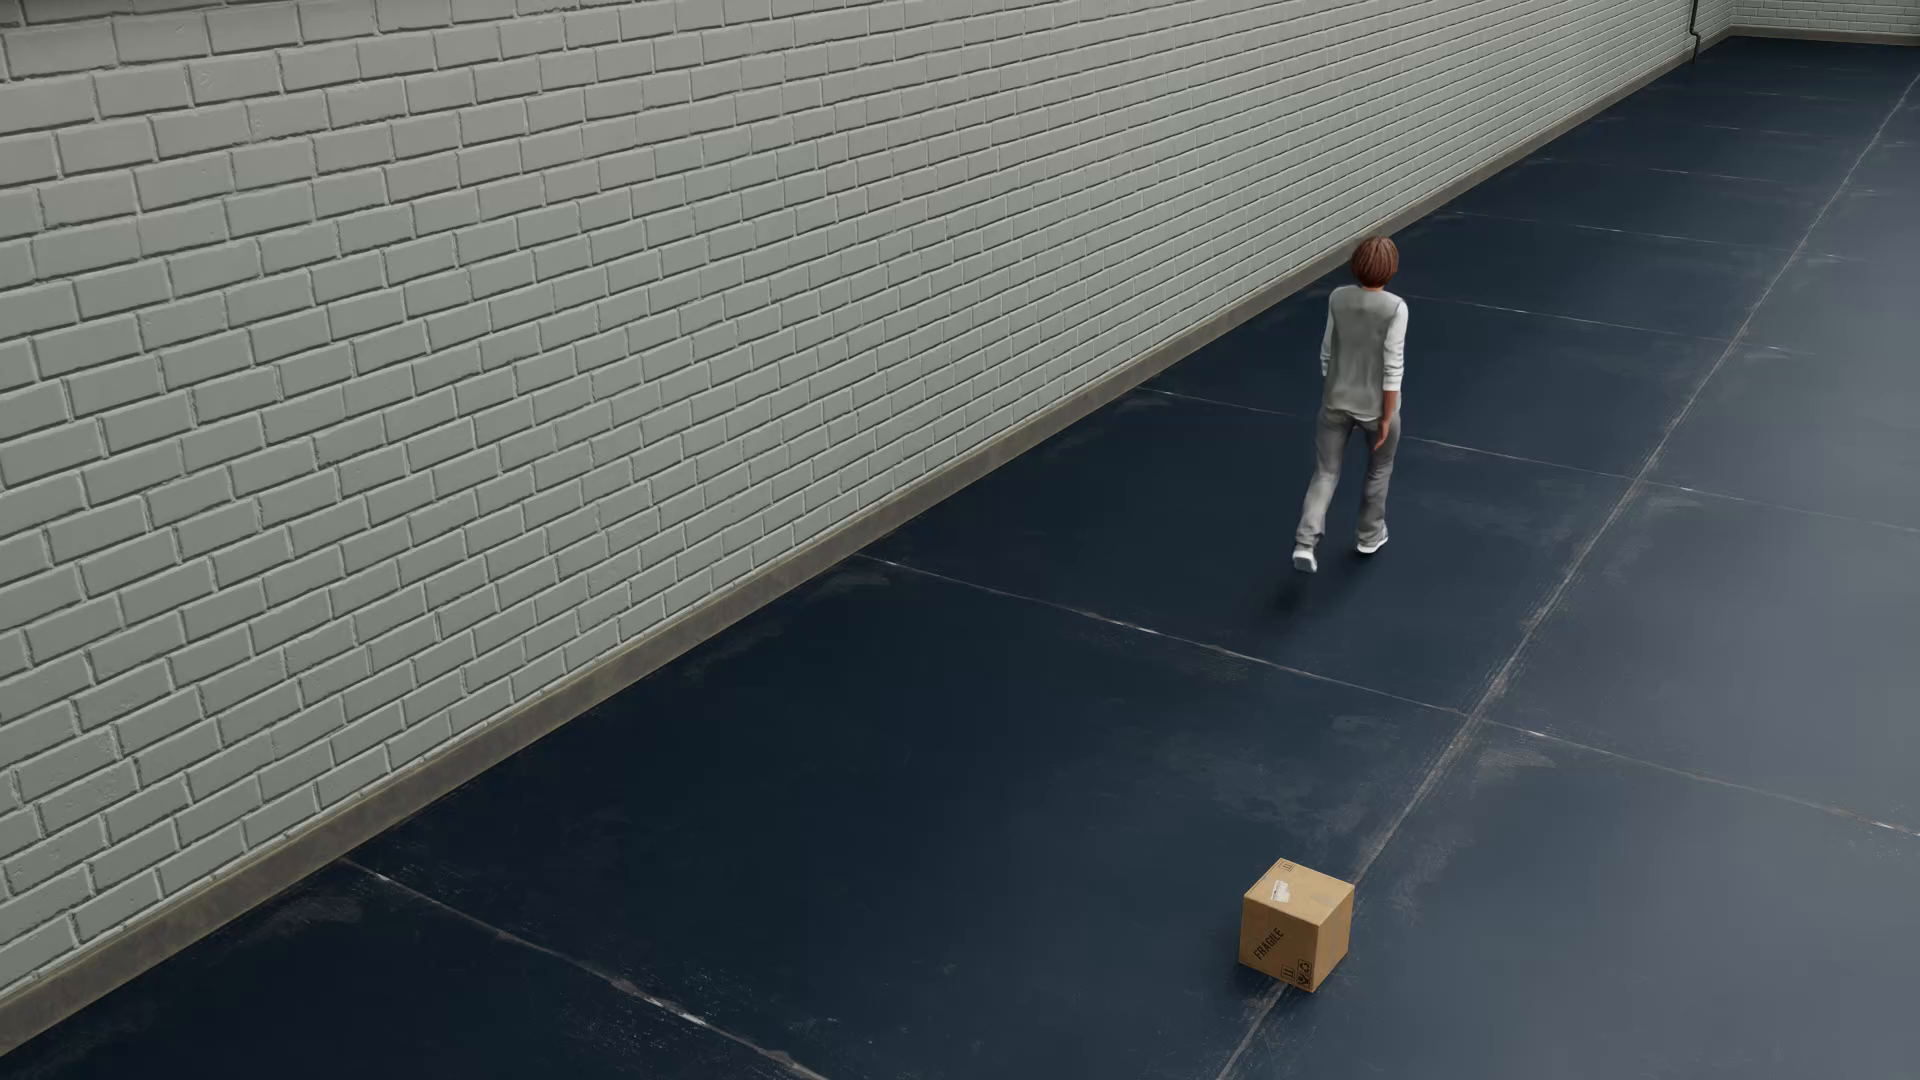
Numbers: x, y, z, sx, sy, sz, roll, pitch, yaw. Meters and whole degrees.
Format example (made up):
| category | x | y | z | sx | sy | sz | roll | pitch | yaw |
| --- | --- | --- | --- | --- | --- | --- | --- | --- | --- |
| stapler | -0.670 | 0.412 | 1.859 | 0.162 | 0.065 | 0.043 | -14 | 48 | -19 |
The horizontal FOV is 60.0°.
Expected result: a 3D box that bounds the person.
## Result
| category | x | y | z | sx | sy | sz | roll | pitch | yaw |
| --- | --- | --- | --- | --- | --- | --- | --- | --- | --- |
| person | 1.777 | -0.592 | 7.467 | 0.408 | 1.537 | 0.892 | 13 | 26 | 27 |
